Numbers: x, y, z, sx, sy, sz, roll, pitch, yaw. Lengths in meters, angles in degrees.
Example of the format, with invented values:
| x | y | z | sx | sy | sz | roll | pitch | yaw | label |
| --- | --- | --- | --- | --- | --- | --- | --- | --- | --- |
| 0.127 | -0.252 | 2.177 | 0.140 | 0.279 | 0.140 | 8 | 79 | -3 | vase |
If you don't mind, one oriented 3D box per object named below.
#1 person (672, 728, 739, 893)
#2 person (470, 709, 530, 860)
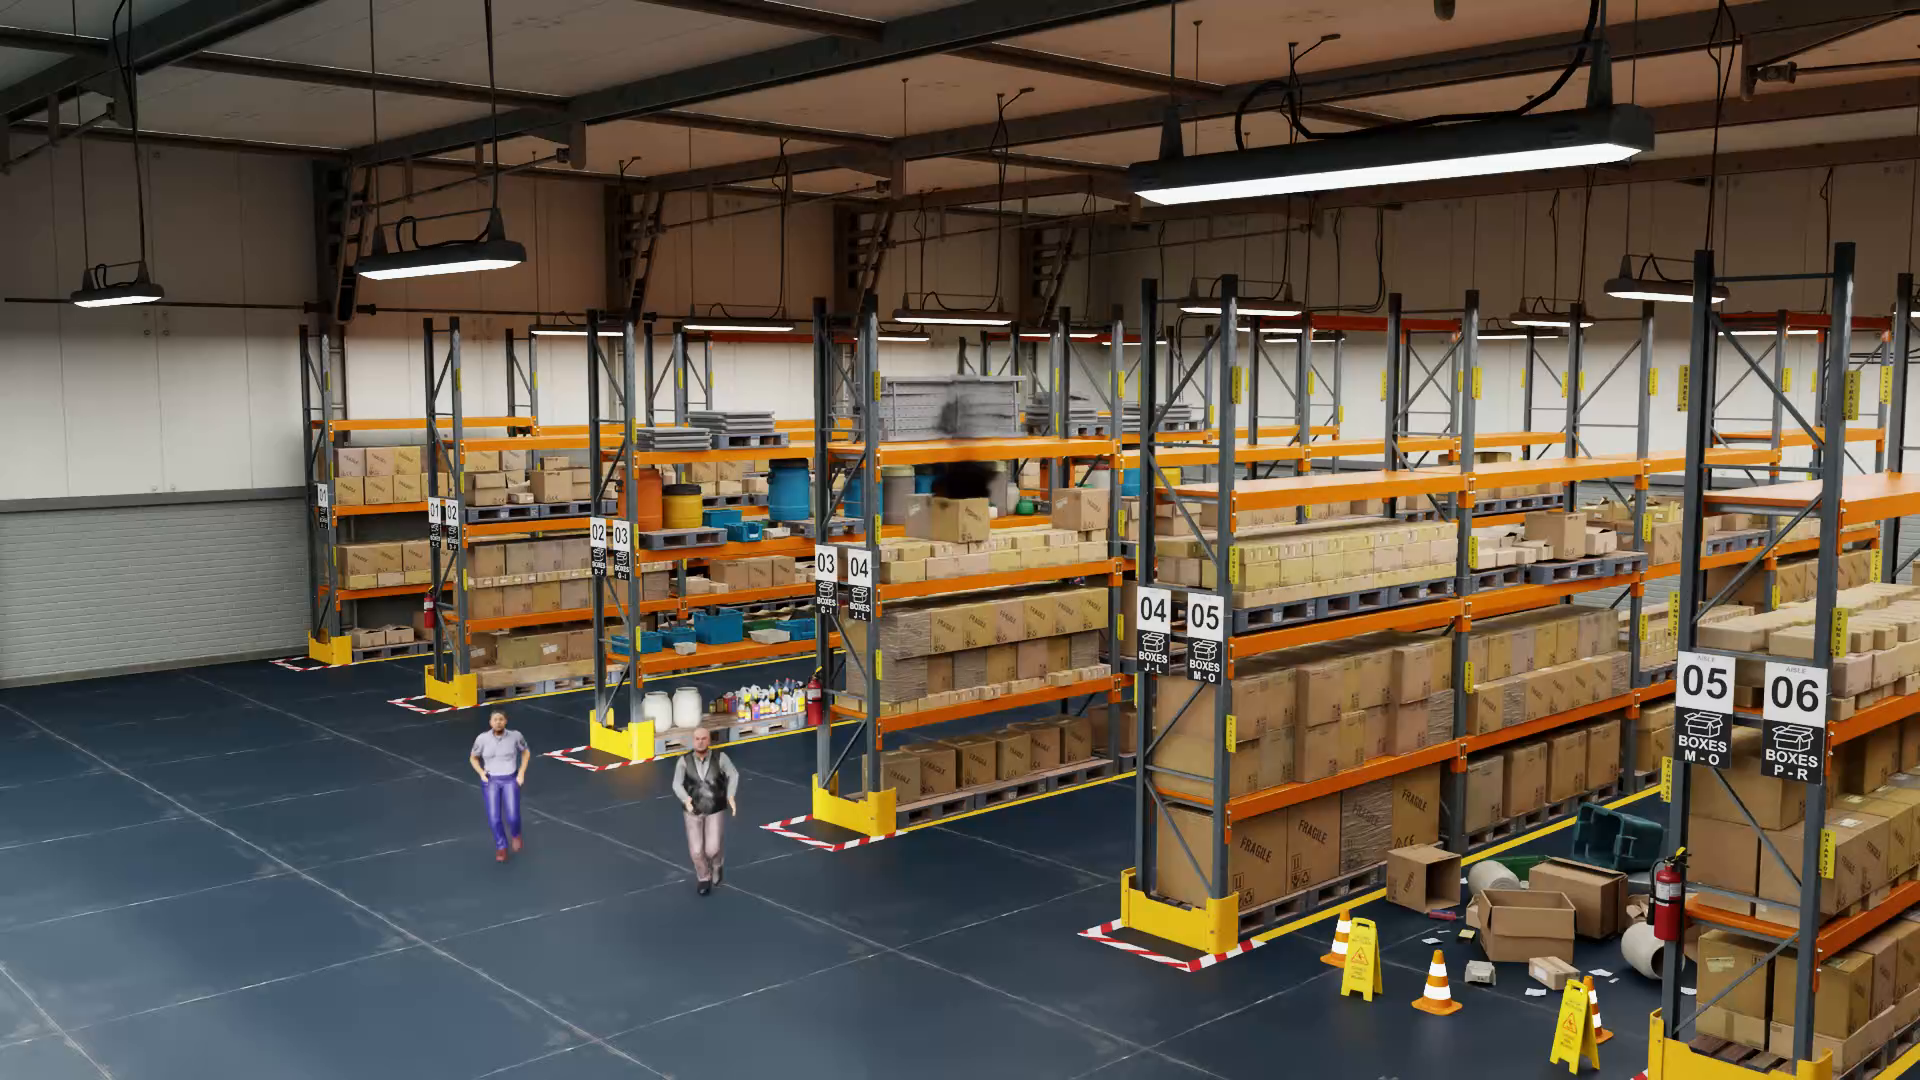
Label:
| x | y | z | sx | sy | sz | roll | pitch | yaw | label |
| --- | --- | --- | --- | --- | --- | --- | --- | --- | --- |
| -2.510 | 2.679 | 16.359 | 0.642 | 1.675 | 0.651 | 0 | 6 | -3 | person |
| -4.877 | 2.598 | 17.594 | 0.592 | 1.602 | 0.513 | -1 | 6 | -11 | person |
